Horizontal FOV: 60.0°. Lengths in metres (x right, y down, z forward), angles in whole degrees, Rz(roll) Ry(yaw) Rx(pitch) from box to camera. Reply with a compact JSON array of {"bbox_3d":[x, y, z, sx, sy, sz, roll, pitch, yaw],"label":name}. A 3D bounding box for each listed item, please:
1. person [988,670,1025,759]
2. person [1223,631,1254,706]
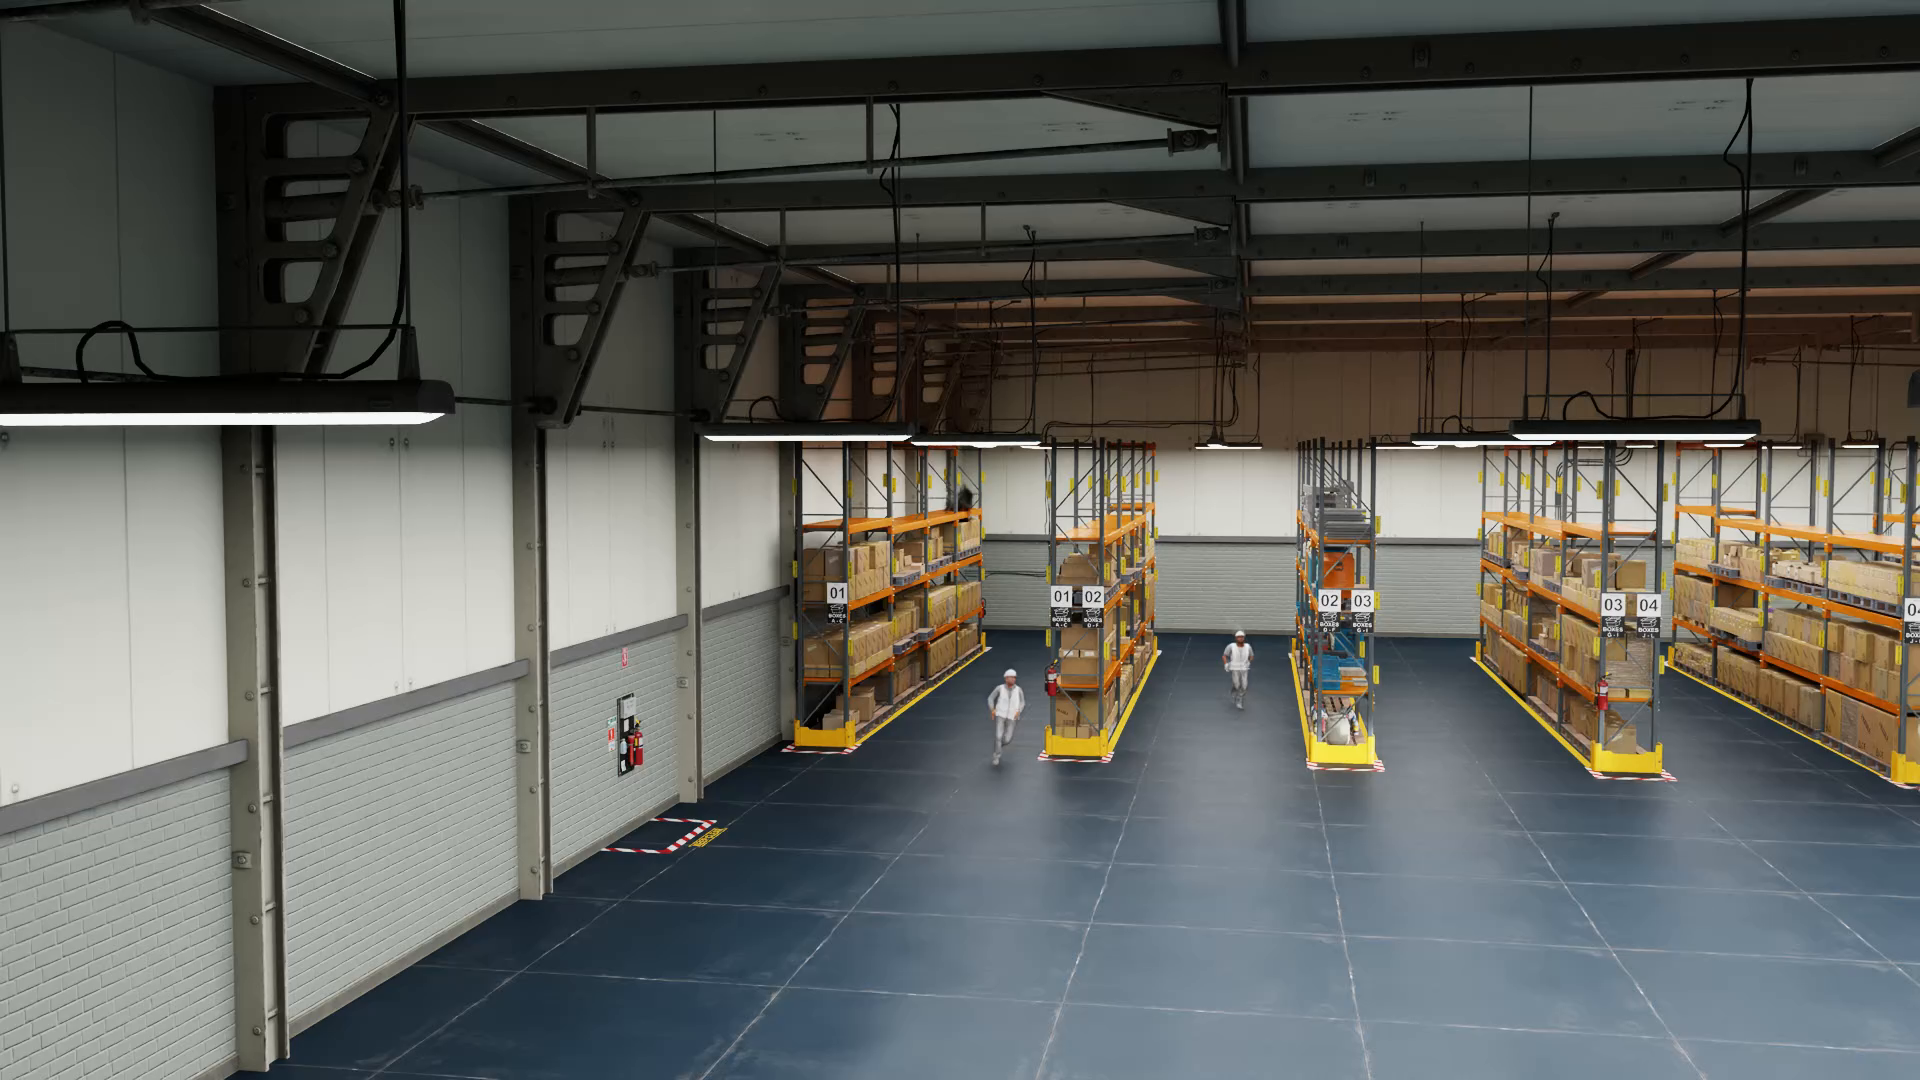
[{"bbox_3d":[0.859,3.213,30.742,0.700,1.633,0.609,0,3,-7],"label":"person"},{"bbox_3d":[6.214,2.868,36.906,0.677,1.681,0.571,0,3,-5],"label":"person"}]
